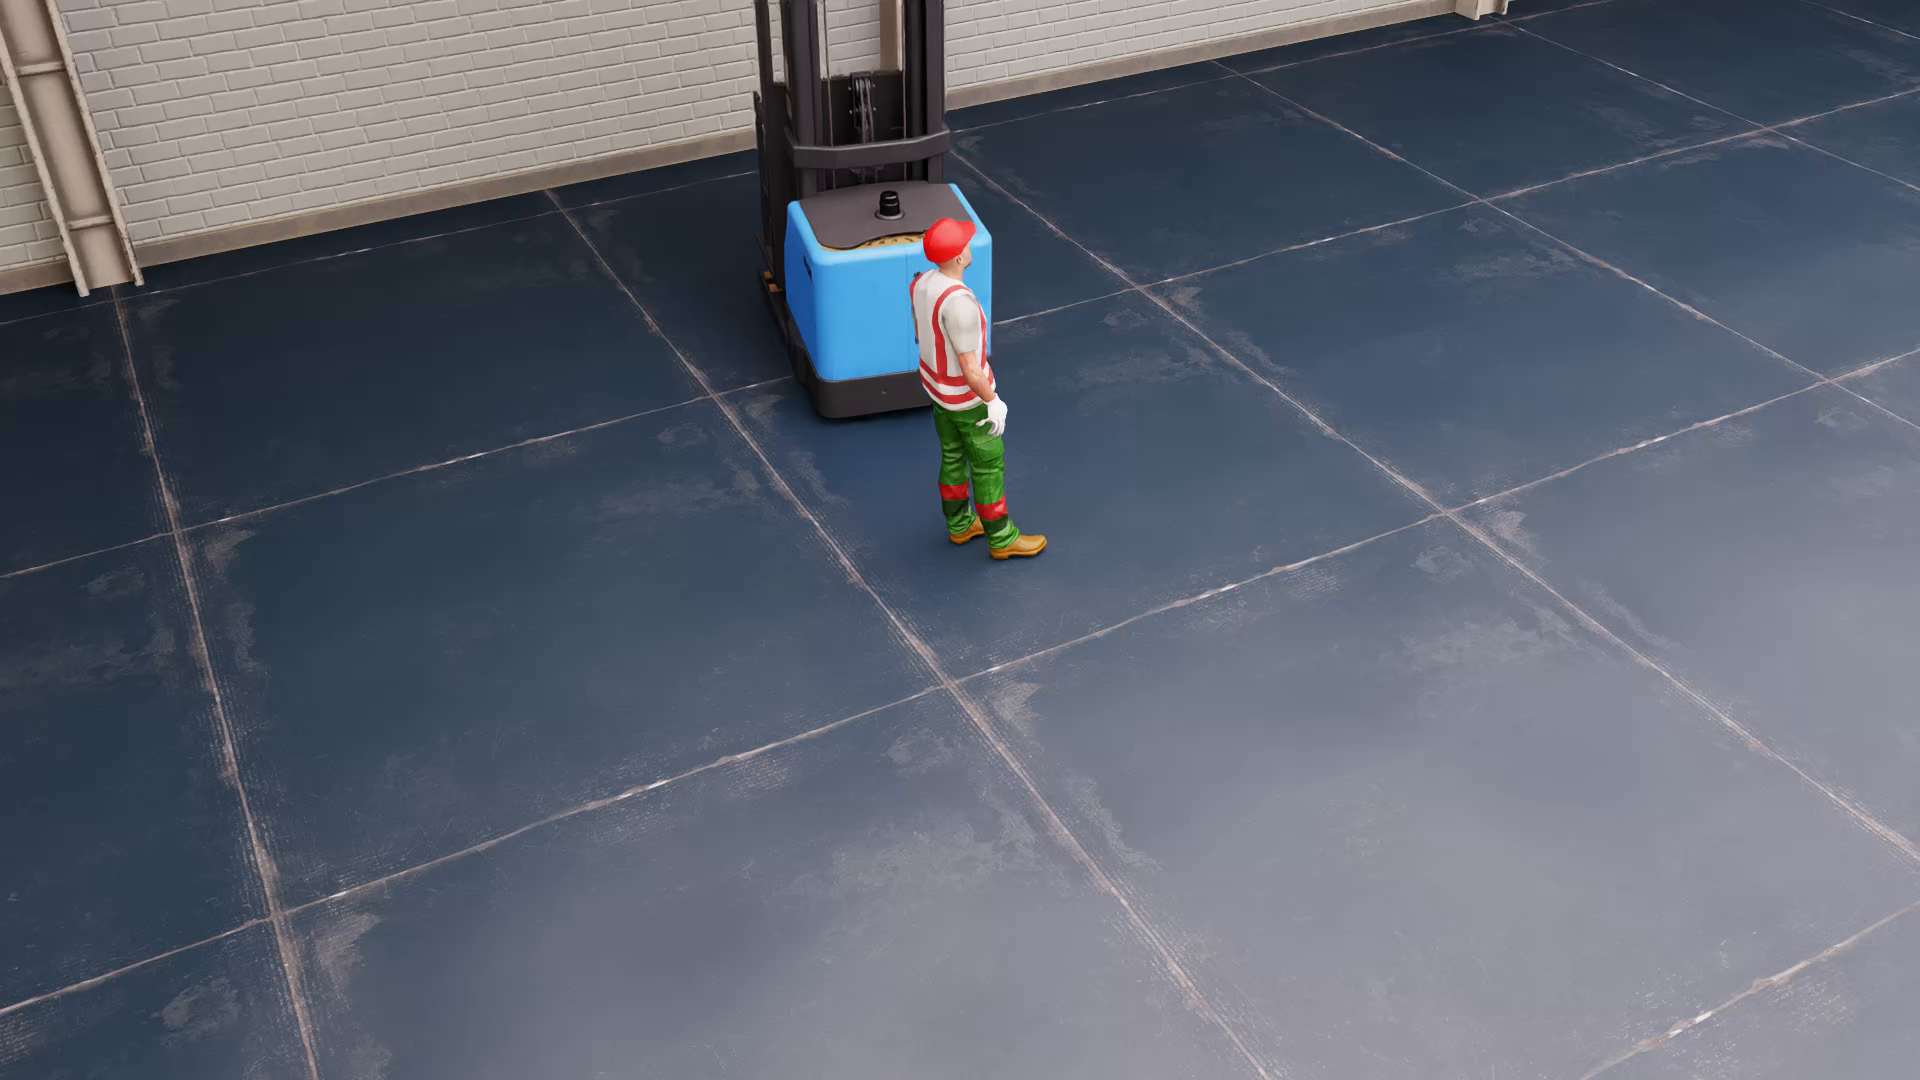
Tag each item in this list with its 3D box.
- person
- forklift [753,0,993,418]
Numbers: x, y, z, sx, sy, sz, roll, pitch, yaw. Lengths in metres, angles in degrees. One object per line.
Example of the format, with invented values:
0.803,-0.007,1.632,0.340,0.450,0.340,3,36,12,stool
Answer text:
0.076,-0.752,8.164,0.564,1.787,0.638,-17,39,-23,person
-0.694,-2.742,10.003,1.130,2.935,3.031,-9,36,-13,forklift
